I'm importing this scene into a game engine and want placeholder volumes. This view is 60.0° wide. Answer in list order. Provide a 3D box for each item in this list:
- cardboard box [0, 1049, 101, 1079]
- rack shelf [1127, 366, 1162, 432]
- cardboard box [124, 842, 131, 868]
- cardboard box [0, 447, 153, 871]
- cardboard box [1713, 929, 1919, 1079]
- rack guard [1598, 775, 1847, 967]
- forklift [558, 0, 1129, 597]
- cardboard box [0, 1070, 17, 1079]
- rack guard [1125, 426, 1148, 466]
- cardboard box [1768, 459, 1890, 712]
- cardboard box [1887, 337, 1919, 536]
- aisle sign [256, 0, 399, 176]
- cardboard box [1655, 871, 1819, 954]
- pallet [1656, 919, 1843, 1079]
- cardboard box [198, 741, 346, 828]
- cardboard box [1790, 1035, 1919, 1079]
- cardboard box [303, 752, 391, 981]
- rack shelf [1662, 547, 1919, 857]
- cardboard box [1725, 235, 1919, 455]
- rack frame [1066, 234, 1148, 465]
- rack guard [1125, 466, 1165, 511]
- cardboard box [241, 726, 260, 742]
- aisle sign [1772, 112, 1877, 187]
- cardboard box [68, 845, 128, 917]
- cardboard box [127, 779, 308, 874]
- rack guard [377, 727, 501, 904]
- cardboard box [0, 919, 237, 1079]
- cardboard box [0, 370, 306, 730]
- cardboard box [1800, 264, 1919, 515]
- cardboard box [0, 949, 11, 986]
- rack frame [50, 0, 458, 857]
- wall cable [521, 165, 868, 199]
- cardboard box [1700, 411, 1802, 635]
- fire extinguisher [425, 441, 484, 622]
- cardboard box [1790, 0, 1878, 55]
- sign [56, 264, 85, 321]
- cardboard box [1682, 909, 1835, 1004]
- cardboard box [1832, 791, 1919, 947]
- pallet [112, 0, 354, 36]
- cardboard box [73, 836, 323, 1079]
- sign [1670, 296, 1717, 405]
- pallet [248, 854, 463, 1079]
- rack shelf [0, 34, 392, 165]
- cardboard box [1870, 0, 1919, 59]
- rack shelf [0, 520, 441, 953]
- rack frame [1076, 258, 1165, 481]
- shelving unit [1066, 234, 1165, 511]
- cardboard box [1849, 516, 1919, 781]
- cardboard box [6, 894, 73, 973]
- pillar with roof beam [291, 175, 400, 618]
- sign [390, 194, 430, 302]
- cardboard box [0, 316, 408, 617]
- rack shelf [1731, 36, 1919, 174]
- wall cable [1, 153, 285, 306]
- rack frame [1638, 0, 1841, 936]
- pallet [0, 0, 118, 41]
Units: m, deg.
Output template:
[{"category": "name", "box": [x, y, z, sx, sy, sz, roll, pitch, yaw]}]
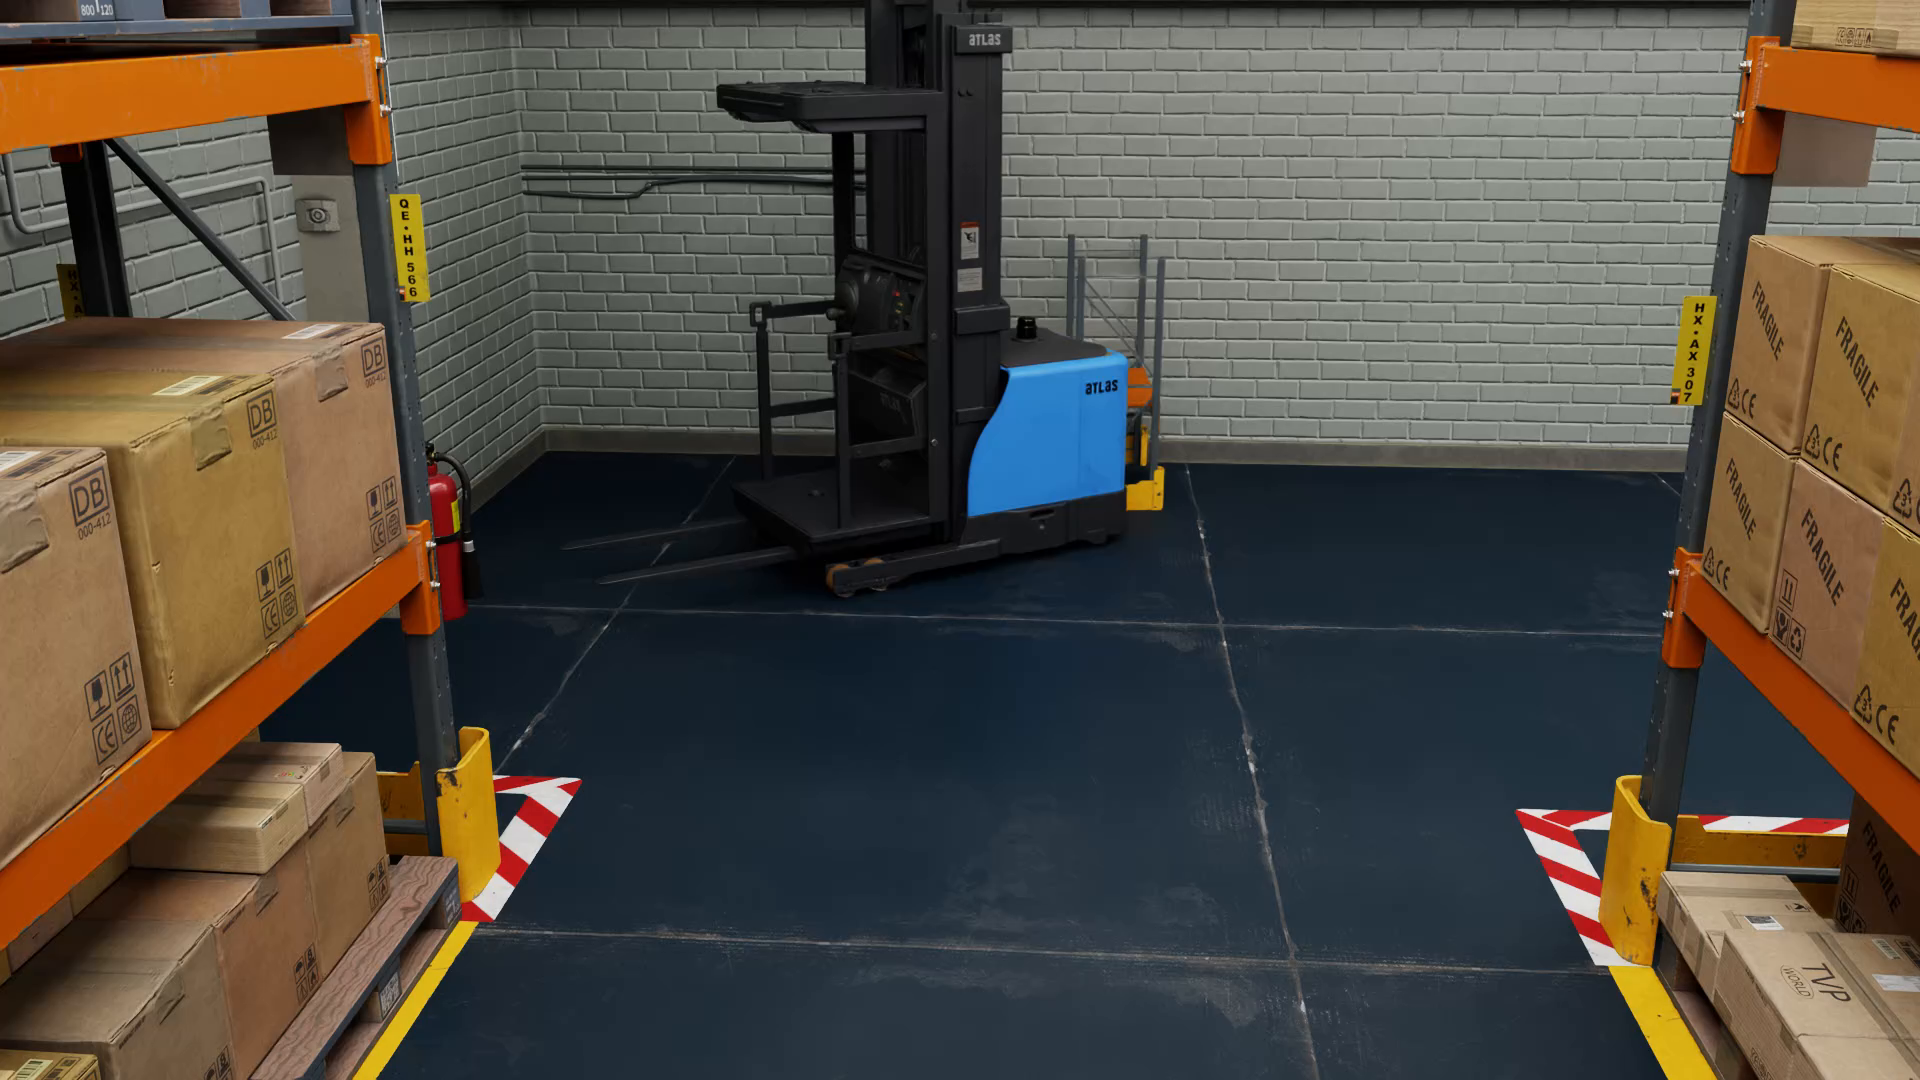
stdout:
[{"category": "cardboard box", "box": [-2.278, 1.440, 3.552, 0.700, 0.500, 0.500, 2, 18, 5]}, {"category": "rack shelf", "box": [0.929, -0.885, 10.292, 0.538, 0.185, 1.000, 0, 18, 0]}, {"category": "cardboard box", "box": [-2.402, 0.768, 4.560, 0.380, 0.149, 0.250, 1, 18, 4]}, {"category": "cardboard box", "box": [-2.357, 0.233, 3.412, 0.980, 0.700, 0.700, 0, 18, 1]}, {"category": "cardboard box", "box": [2.358, 1.279, 4.411, 0.500, 0.250, 0.500, 1, 18, 4]}, {"category": "rack guard", "box": [2.710, 1.075, 5.339, 1.175, 0.500, 0.348, 1, 18, 4]}, {"category": "forklift", "box": [-0.601, -1.288, 8.646, 3.031, 2.935, 1.130, -10, 21, -28]}, {"category": "cardboard box", "box": [-2.113, 1.182, 3.296, 0.380, 0.149, 0.250, 1, 18, 2]}, {"category": "rack guard", "box": [0.933, -0.619, 10.912, 0.587, 0.250, 0.087, 0, 18, 0]}, {"category": "cardboard box", "box": [2.389, 0.109, 4.114, 0.500, 0.500, 0.500, 1, 18, 3]}, {"category": "cardboard box", "box": [2.350, -0.209, 3.478, 0.500, 0.500, 0.500, 2, 18, 5]}, {"category": "aisle sign", "box": [-1.922, -1.497, 4.998, 0.394, 0.787, 0.004, 1, 18, 4]}, {"category": "cardboard box", "box": [2.342, 1.132, 5.023, 0.380, 0.149, 0.250, 1, 18, 4]}, {"category": "pallet", "box": [2.654, 1.460, 4.628, 1.003, 0.211, 1.213, 1, 18, 4]}, {"category": "cardboard box", "box": [-2.004, 0.698, 4.774, 0.380, 0.149, 0.250, 1, 18, 3]}, {"category": "cardboard box", "box": [2.322, 1.435, 3.937, 0.500, 0.250, 0.500, 1, 18, 4]}, {"category": "cardboard box", "box": [-2.176, 0.962, 5.009, 0.700, 0.500, 0.500, 1, 18, 4]}, {"category": "rack shelf", "box": [2.572, 0.827, 3.238, 1.077, 0.370, 4.000, 1, 18, 4]}, {"category": "cardboard box", "box": [2.420, -0.527, 4.447, 0.500, 0.500, 0.500, 2, 18, 6]}, {"category": "rack frame", "box": [0.933, -1.214, 10.719, 0.500, 1.500, 0.032, 0, 18, 0]}, {"category": "rack guard", "box": [0.925, -0.309, 9.966, 0.587, 0.250, 0.087, 0, 18, 0]}, {"category": "cardboard box", "box": [-2.367, 0.611, 5.040, 0.380, 0.149, 0.250, 1, 18, 4]}, {"category": "aisle sign", "box": [2.427, -1.399, 4.701, 0.394, 0.787, 0.004, 1, 18, 4]}, {"category": "cardboard box", "box": [-2.421, 0.846, 4.323, 0.380, 0.149, 0.250, 1, 18, 4]}, {"category": "cardboard box", "box": [-2.021, 0.777, 4.531, 0.380, 0.149, 0.250, 2, 18, 5]}, {"category": "rack guard", "box": [-2.224, 0.935, 5.767, 1.175, 0.500, 0.348, 1, 18, 4]}, {"category": "cardboard box", "box": [-2.248, 1.274, 4.058, 0.700, 0.500, 0.500, 1, 18, 2]}, {"category": "cardboard box", "box": [-2.294, -0.003, 4.134, 0.980, 0.700, 0.700, 1, 18, 3]}, {"category": "cardboard box", "box": [2.391, -0.364, 3.951, 0.500, 0.500, 0.500, 1, 18, 4]}, {"category": "cardboard box", "box": [-2.456, 1.005, 3.838, 0.380, 0.149, 0.250, 1, 18, 4]}, {"category": "rack frame", "box": [-2.226, -0.246, 5.355, 1.000, 3.000, 0.127, 1, 18, 4]}, {"category": "wall cable", "box": [-1.464, -3.370, 10.241, 3.097, 2.526, 0.112, 1, 18, 4]}, {"category": "cardboard box", "box": [2.420, -0.052, 4.603, 0.500, 0.500, 0.500, 2, 18, 5]}, {"category": "fire extinguisher", "box": [-1.755, -0.068, 5.537, 0.296, 0.674, 0.183, 1, 18, 4]}, {"category": "cardboard box", "box": [2.425, -1.336, 4.108, 0.500, 0.250, 0.500, 1, 18, 4]}, {"category": "sign", "box": [-2.779, -0.709, 5.252, 0.100, 0.325, 0.005, 1, 18, 4]}, {"category": "cardboard box", "box": [2.325, 1.201, 4.784, 0.380, 0.166, 0.250, 1, 18, 4]}, {"category": "cardboard box", "box": [2.922, 1.017, 4.810, 0.500, 0.500, 0.500, 1, 18, 4]}, {"category": "pallet", "box": [-2.269, -1.398, 4.198, 1.003, 0.211, 1.213, 1, 18, 4]}, {"category": "cardboard box", "box": [-2.212, 1.118, 4.535, 0.700, 0.500, 0.500, 1, 18, 4]}, {"category": "sign", "box": [2.174, -0.560, 4.923, 0.100, 0.325, 0.005, 1, 18, 4]}, {"category": "pallet", "box": [-2.205, 1.330, 5.026, 1.003, 0.211, 1.213, 1, 18, 4]}, {"category": "rack shelf", "box": [-2.369, -0.708, 3.105, 1.077, 0.370, 4.000, 1, 18, 4]}, {"category": "cardboard box", "box": [2.376, -1.181, 3.635, 0.500, 0.250, 0.500, 1, 18, 4]}, {"category": "rack shelf", "box": [-2.369, 0.717, 3.572, 1.077, 0.370, 4.000, 1, 18, 4]}, {"category": "rack frame", "box": [0.925, -0.897, 9.752, 0.500, 1.500, 0.032, 0, 18, 0]}, {"category": "shelving unit", "box": [0.929, -1.058, 10.244, 0.587, 1.500, 1.083, 0, 18, 0]}, {"category": "cardboard box", "box": [2.350, 0.264, 3.638, 0.500, 0.500, 0.500, 1, 18, 4]}, {"category": "cardboard box", "box": [-2.438, 0.925, 4.081, 0.380, 0.149, 0.250, 2, 18, 5]}, {"category": "pillar with roof beam", "box": [1.399, -3.858, 6.746, 9.100, 9.000, 0.400, 1, 18, 4]}, {"category": "sign", "box": [-1.686, -0.892, 5.088, 0.100, 0.325, 0.005, 1, 18, 4]}, {"category": "cardboard box", "box": [-2.252, -0.230, 4.825, 0.980, 0.700, 0.700, 2, 18, 6]}, {"category": "rack shelf", "box": [2.572, -0.599, 2.771, 1.077, 0.370, 4.000, 1, 18, 4]}, {"category": "wall cable", "box": [-3.078, -1.147, 6.475, 0.084, 1.984, 1.851, 1, 18, 4]}, {"category": "rack frame", "box": [2.715, -0.136, 5.021, 1.000, 3.000, 0.127, 1, 18, 4]}, {"category": "pallet", "box": [-2.353, -1.018, 3.039, 1.003, 0.211, 1.213, 1, 18, 4]}]
